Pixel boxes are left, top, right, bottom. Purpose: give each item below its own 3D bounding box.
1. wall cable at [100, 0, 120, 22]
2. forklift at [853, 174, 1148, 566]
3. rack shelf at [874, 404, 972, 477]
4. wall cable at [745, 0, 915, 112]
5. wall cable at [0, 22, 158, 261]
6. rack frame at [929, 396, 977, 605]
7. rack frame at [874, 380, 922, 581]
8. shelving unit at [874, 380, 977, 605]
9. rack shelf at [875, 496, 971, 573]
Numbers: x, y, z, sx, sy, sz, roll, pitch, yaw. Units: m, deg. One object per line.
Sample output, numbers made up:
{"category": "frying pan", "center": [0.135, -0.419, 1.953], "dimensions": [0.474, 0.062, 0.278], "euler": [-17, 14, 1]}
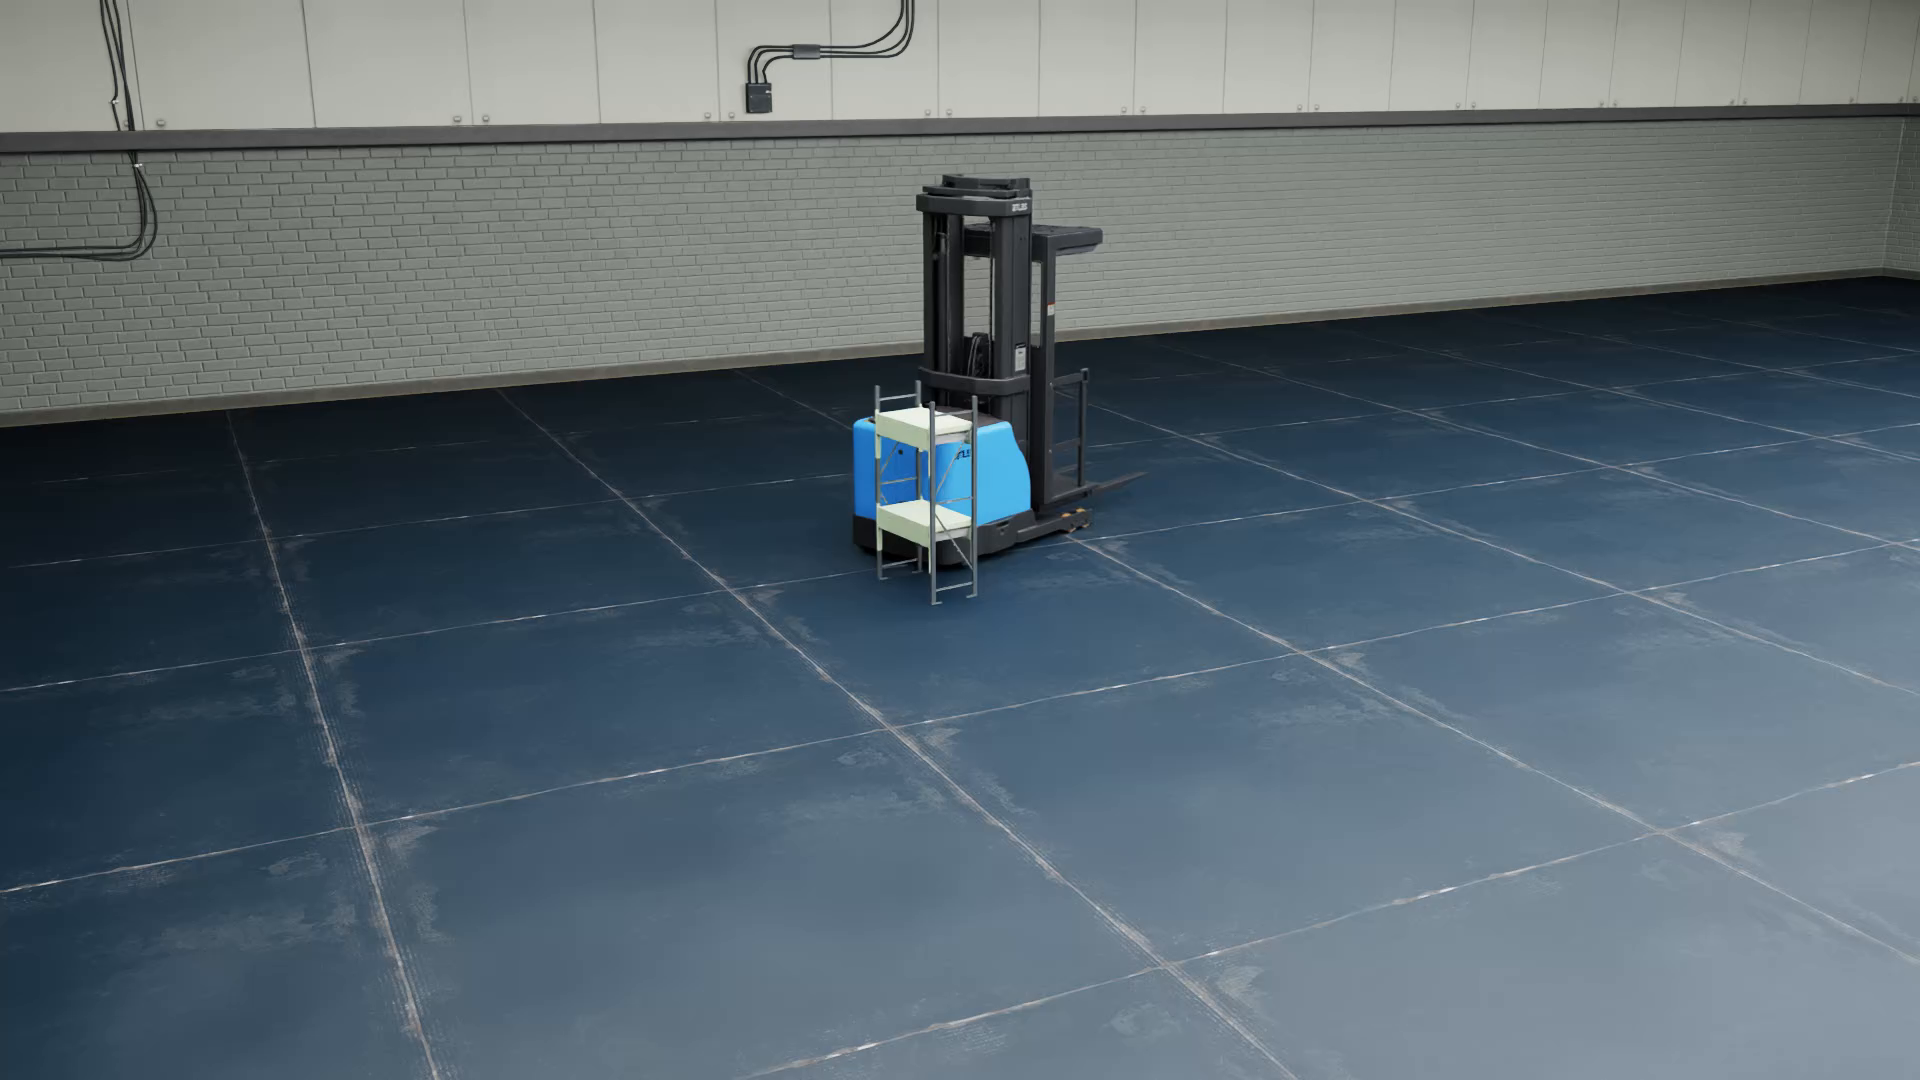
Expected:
{"category": "wall cable", "center": [-7.708, -6.828, 17.704], "dimensions": [3.097, 2.526, 0.112], "euler": [-8, 18, -25]}
{"category": "forklift", "center": [0.474, -1.547, 13.827], "dimensions": [1.130, 2.935, 3.031], "euler": [13, 21, 38]}
{"category": "rack shelf", "center": [-0.256, -0.737, 12.186], "dimensions": [0.431, 0.370, 0.720], "euler": [-11, 19, -33]}
{"category": "wall cable", "center": [-1.599, -8.344, 20.348], "dimensions": [2.305, 6.003, 0.169], "euler": [-8, 18, -25]}
{"category": "wall cable", "center": [-10.140, -4.074, 17.261], "dimensions": [3.097, 2.526, 0.112], "euler": [-8, 18, -25]}
{"category": "rack frame", "center": [-0.046, -0.279, 12.005], "dimensions": [0.400, 1.500, 0.023], "euler": [-11, 19, -33]}
{"category": "rack frame", "center": [-0.465, -0.445, 12.582], "dimensions": [0.400, 1.500, 0.023], "euler": [-11, 19, -33]}
{"category": "shelving unit", "center": [-0.256, -0.362, 12.293], "dimensions": [0.431, 1.500, 0.755], "euler": [-11, 19, -33]}
{"category": "rack shelf", "center": [-0.256, -0.049, 12.383], "dimensions": [0.431, 0.370, 0.720], "euler": [-11, 19, -33]}
